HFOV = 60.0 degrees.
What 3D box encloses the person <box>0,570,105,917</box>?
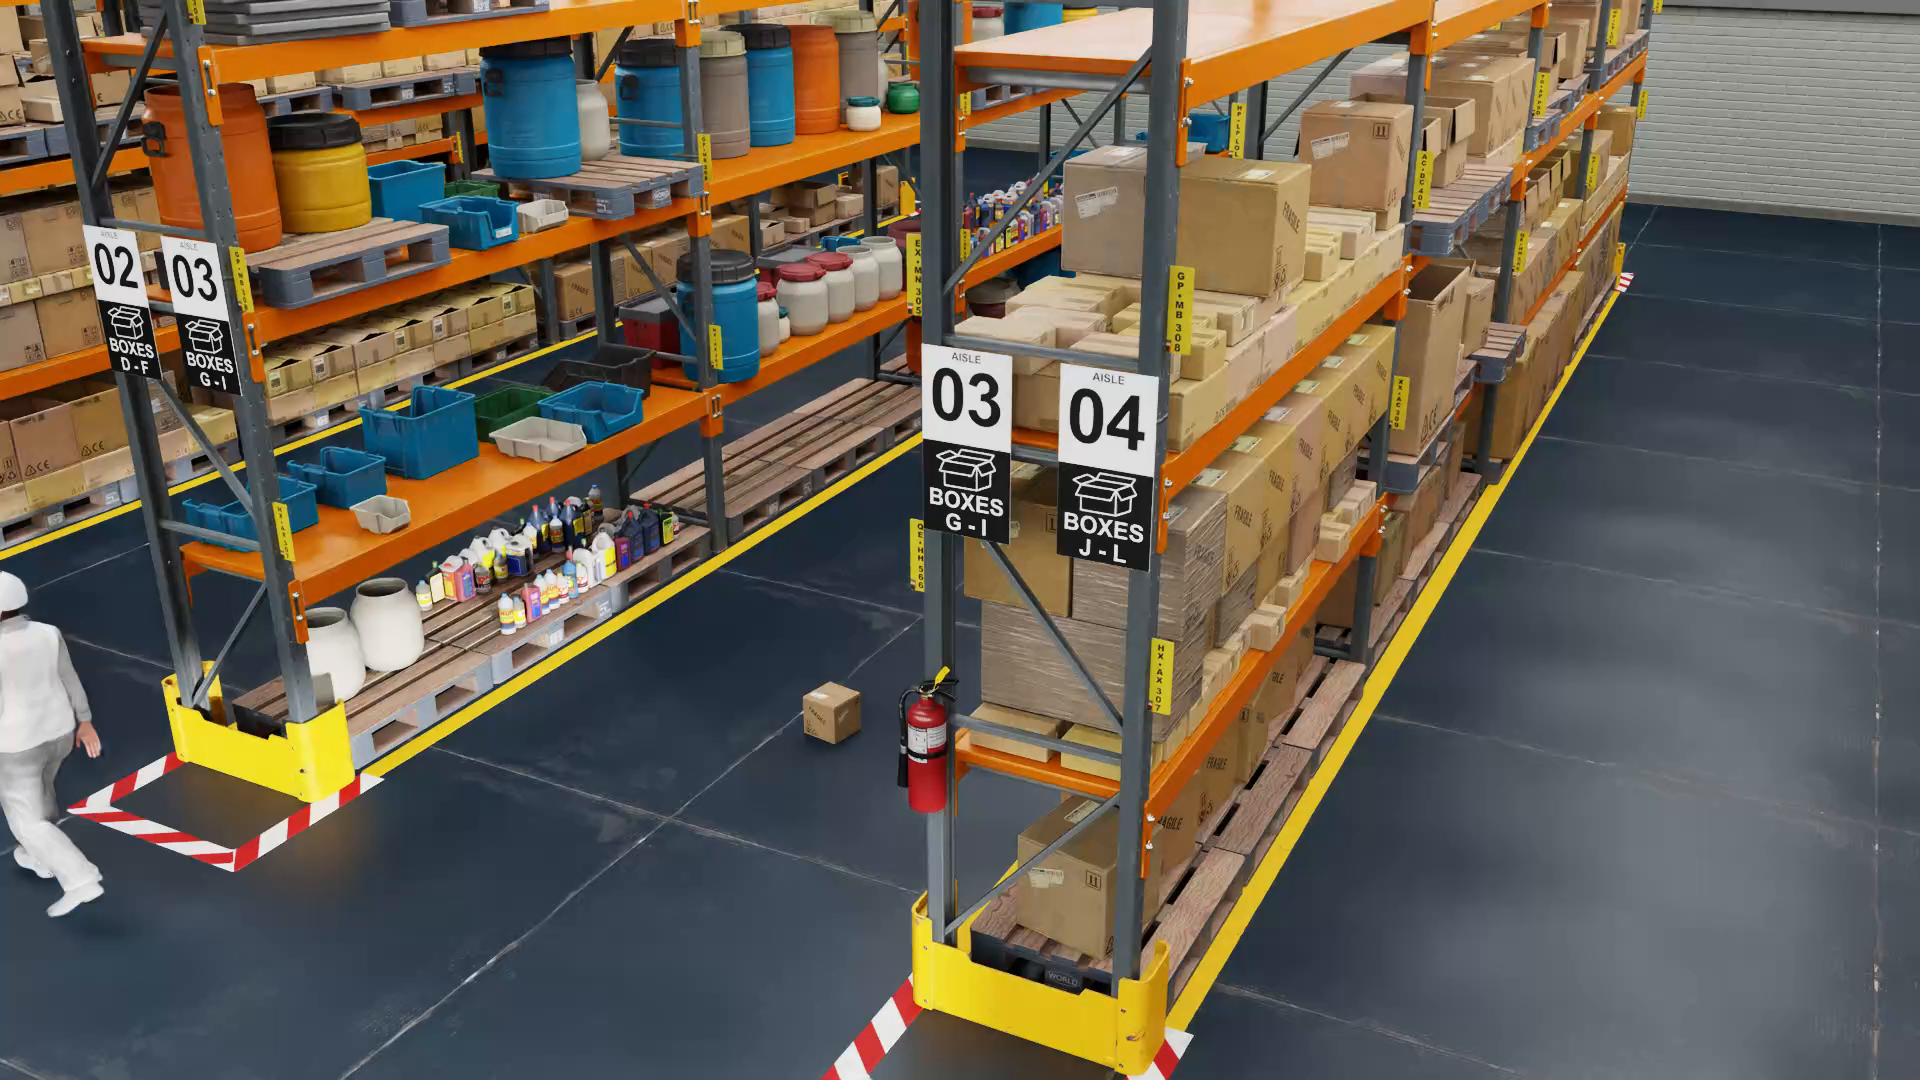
[{"bbox_3d":[-4.627,1.004,8.324,0.916,1.748,0.609,10,25,23],"label":"person"}]
